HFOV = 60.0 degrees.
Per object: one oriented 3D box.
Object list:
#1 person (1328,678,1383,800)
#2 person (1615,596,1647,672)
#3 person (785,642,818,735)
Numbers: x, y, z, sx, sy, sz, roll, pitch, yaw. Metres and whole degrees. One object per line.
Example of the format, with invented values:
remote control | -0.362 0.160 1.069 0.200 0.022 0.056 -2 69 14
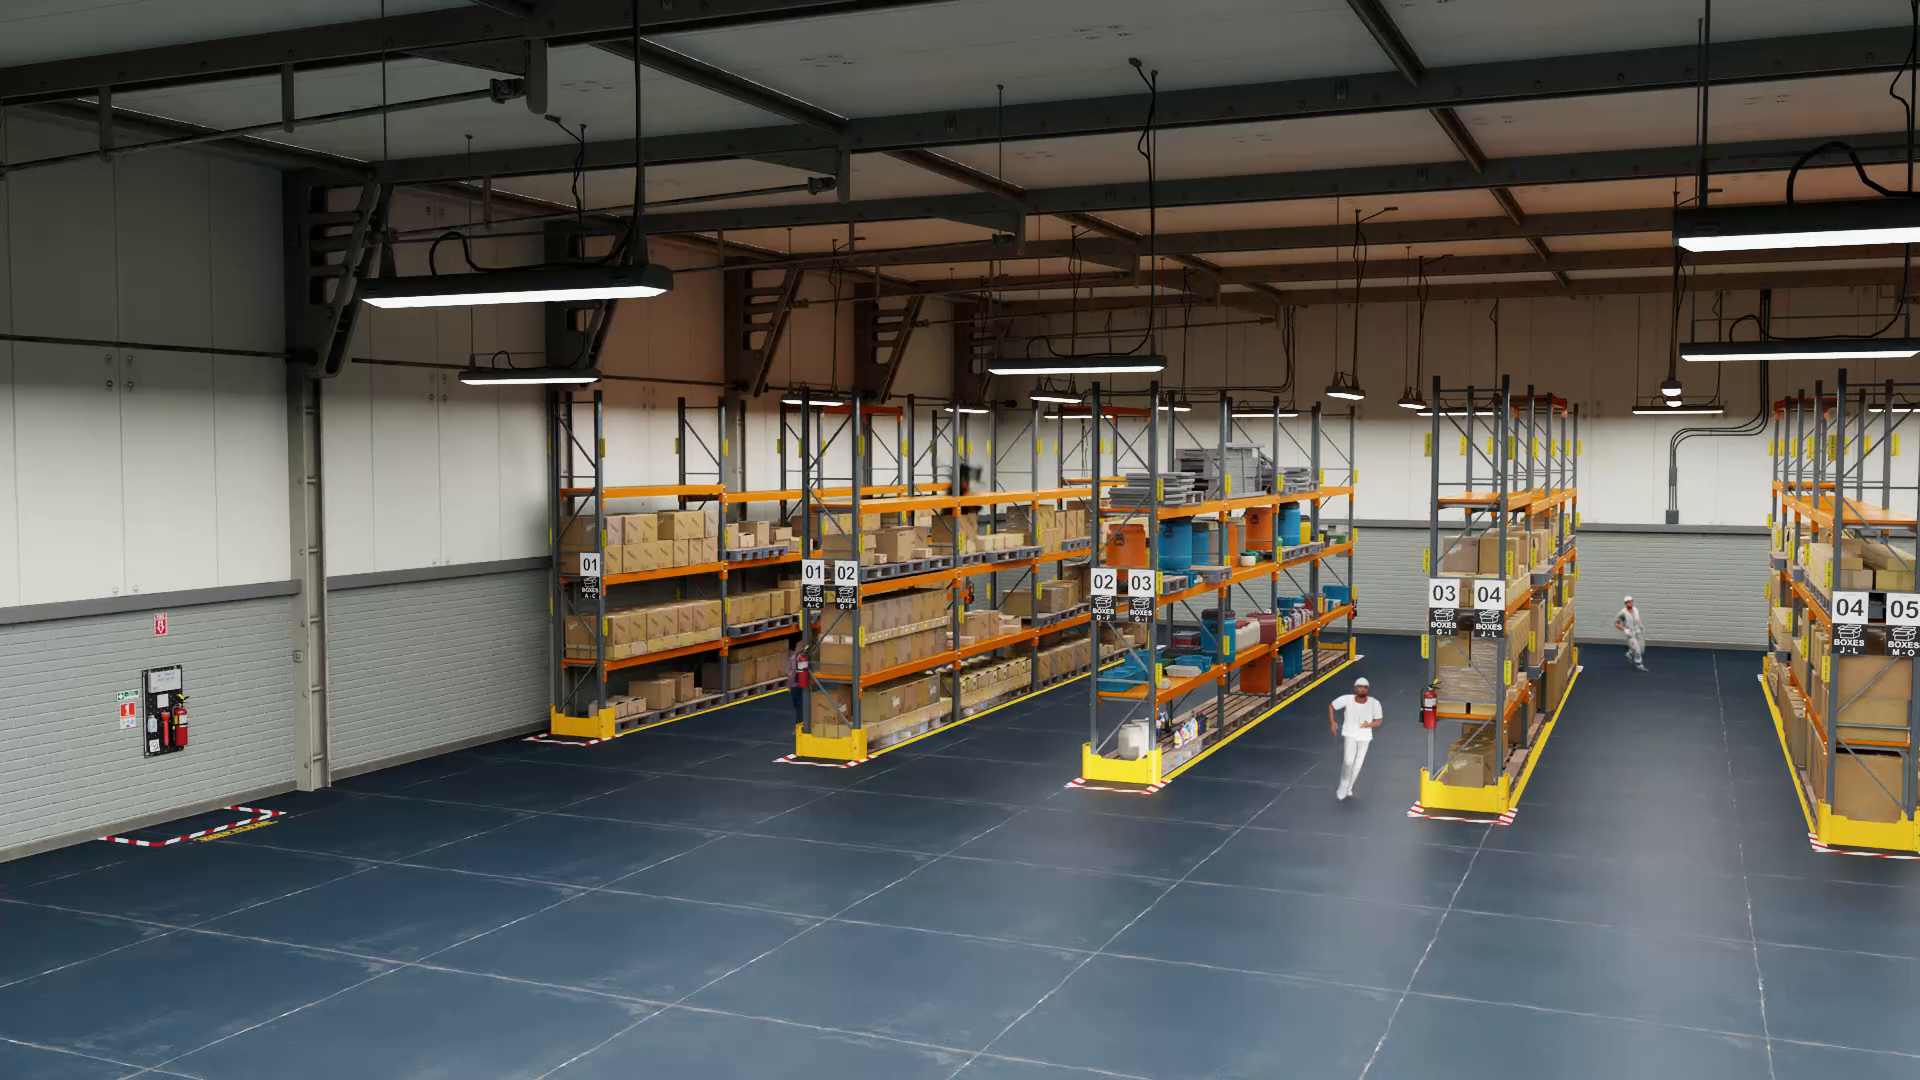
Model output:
person | 5.655 2.830 23.705 0.706 1.755 0.653 0 3 0
person | 15.002 2.095 37.353 0.708 1.693 0.665 -1 3 -18
person | -2.784 2.559 28.974 0.543 1.586 0.849 1 3 13
